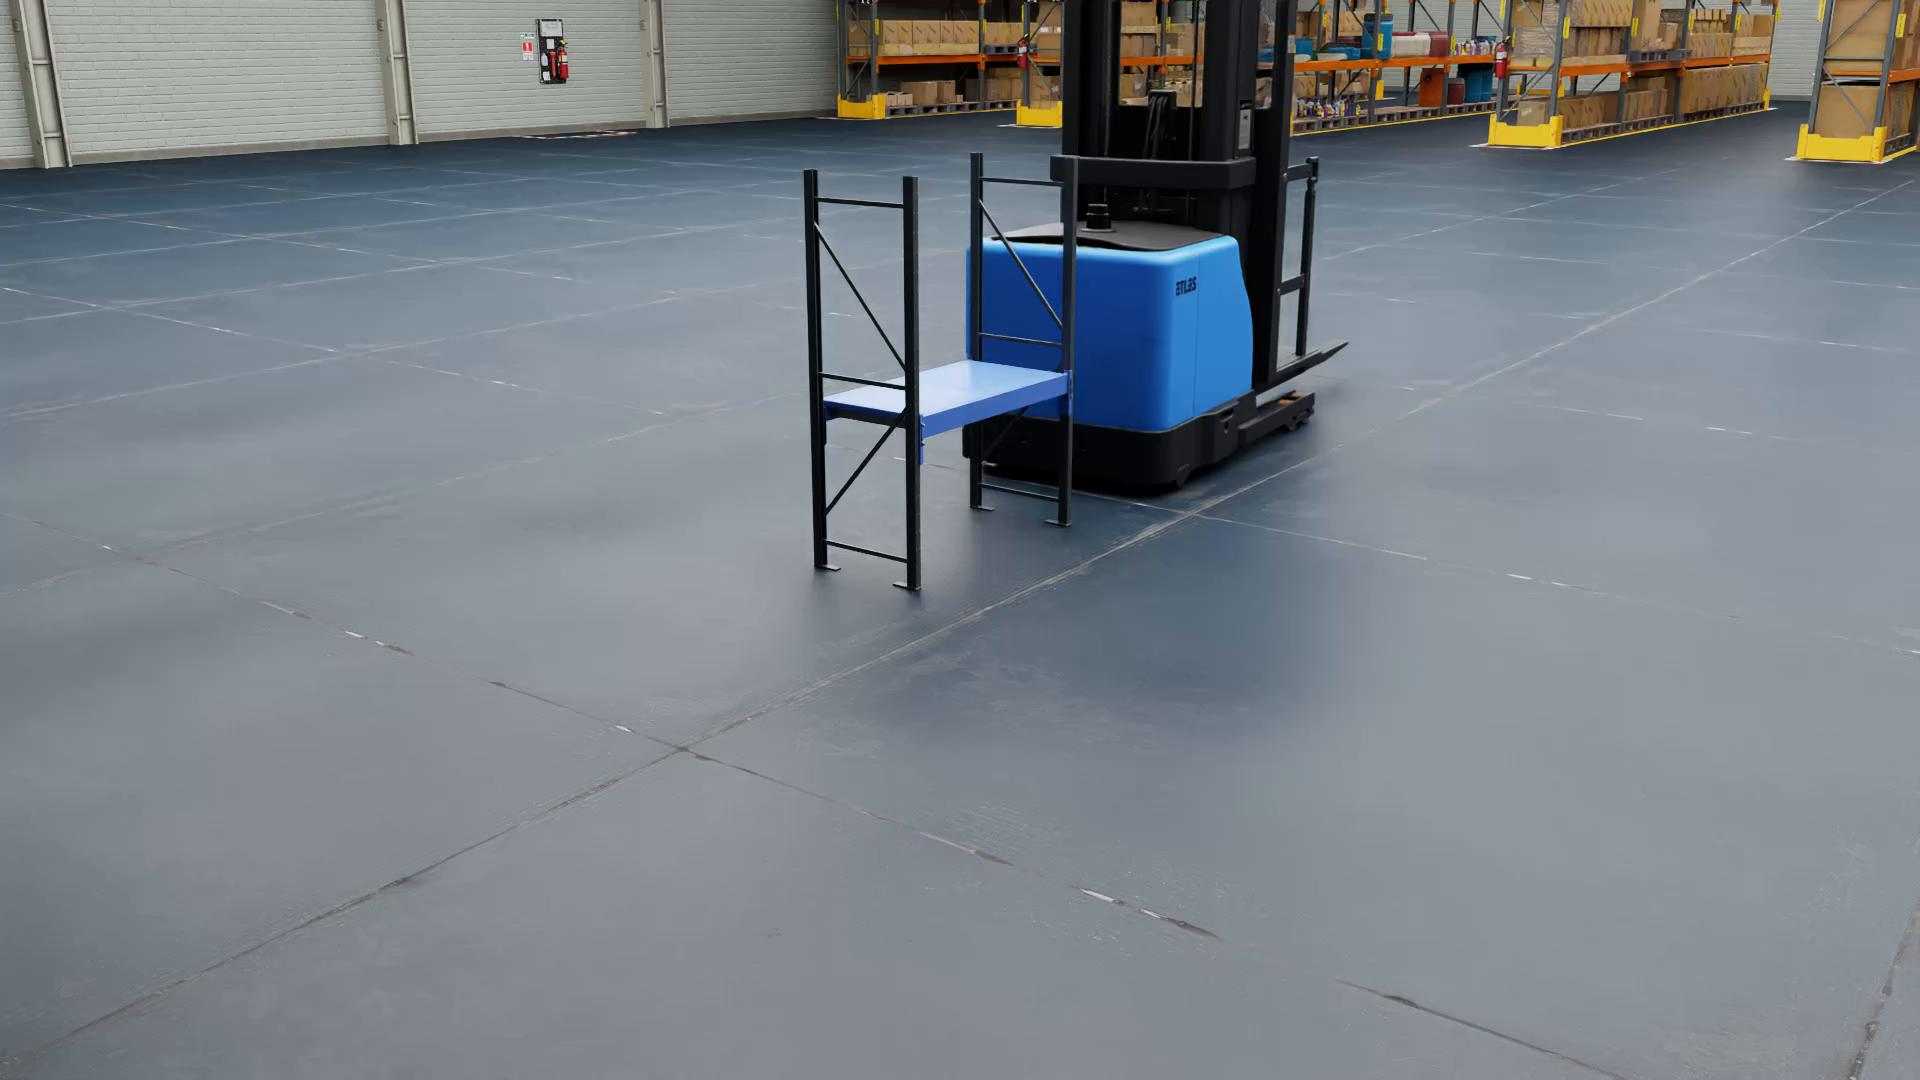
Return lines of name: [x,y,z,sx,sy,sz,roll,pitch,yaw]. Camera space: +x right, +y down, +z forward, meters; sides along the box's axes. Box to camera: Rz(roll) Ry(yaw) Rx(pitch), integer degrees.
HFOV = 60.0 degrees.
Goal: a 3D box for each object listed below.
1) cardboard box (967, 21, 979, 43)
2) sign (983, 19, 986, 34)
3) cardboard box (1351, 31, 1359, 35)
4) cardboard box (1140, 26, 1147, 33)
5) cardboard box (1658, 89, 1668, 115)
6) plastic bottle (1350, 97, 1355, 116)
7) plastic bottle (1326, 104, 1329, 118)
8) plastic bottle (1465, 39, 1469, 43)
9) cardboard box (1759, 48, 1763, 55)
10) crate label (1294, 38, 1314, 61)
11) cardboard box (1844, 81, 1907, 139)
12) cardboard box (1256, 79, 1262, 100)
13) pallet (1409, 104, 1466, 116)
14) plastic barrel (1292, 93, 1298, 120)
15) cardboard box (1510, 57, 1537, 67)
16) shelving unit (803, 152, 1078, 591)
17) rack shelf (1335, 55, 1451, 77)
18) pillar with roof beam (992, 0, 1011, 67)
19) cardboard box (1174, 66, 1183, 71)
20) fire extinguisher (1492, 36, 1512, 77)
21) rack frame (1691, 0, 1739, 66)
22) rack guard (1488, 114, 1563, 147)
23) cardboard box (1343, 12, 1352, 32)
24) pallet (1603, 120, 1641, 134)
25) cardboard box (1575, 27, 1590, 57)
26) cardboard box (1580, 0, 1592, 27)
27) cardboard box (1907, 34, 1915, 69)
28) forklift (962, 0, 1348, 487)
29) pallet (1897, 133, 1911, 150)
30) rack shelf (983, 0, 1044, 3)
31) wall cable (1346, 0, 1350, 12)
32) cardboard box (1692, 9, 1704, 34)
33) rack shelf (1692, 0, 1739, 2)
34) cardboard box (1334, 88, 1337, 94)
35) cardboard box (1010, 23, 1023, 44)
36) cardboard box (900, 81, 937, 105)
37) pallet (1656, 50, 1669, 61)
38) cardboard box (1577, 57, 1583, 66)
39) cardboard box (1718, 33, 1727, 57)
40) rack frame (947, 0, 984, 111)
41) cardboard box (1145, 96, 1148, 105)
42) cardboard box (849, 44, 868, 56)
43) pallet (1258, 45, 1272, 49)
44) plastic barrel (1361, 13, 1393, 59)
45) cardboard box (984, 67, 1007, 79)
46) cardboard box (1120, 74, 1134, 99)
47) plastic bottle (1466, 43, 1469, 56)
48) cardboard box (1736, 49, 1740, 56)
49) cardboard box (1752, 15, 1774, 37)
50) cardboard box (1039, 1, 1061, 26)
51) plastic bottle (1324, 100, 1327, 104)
cardboard box: [0.100,-11.941,39.094,0.500,0.500,0.500,12,21,35]
sign: [0.574,-12.132,39.293,0.100,0.325,0.005,12,21,35]
cardboard box: [10.308,-13.327,44.433,0.500,0.500,0.500,12,21,34]
cardboard box: [3.821,-11.072,36.076,0.380,0.149,0.250,12,21,33]
cardboard box: [14.068,-8.993,34.117,0.700,0.500,0.500,11,20,32]
plastic bottle: [7.938,-8.803,33.756,0.144,0.351,0.185,12,21,33]
plastic bottle: [7.242,-8.475,32.834,0.097,0.271,0.097,0,17,0]
plastic bottle: [11.713,-11.399,38.477,0.144,0.351,0.185,12,21,35]
cardboard box: [18.816,-11.600,39.465,0.380,0.149,0.250,13,21,36]
crate label: [6.586,-9.612,32.579,0.502,0.435,0.616,12,21,35]
cardboard box: [15.026,-7.119,27.485,0.875,0.875,0.875,13,21,35]
cardboard box: [6.998,-10.965,40.468,0.500,0.500,0.500,14,22,37]
pallet: [10.910,-9.878,38.197,1.003,0.211,1.213,12,21,35]
plastic barrel: [6.336,-8.411,32.258,0.421,0.512,0.421,0,17,0]
cardboard box: [9.689,-8.218,28.574,0.380,0.149,0.250,12,21,35]
shelving unit: [-0.051,-0.696,6.456,0.538,1.500,1.048,12,21,35]
rack shelf: [9.282,-10.195,35.727,1.077,0.370,4.000,12,21,35]
pillar with roof beam: [4.505,-14.713,38.948,9.100,9.000,0.400,12,21,35]
cardboard box: [6.090,-13.368,47.147,0.380,0.149,0.250,12,21,33]
fire extinguisher: [9.246,-8.251,28.386,0.296,0.674,0.183,12,21,35]
rack frame: [16.835,-11.092,37.404,1.000,3.000,0.127,12,21,35]
rack guard: [9.730,-7.058,28.630,1.175,0.500,0.348,12,21,35]
cardboard box: [10.001,-13.677,43.872,0.500,0.500,0.500,12,21,33]
pallet: [12.531,-8.041,32.280,1.003,0.211,1.213,12,21,35]
cardboard box: [10.568,-8.802,29.358,0.875,0.500,0.500,12,21,35]
cardboard box: [10.535,-9.102,28.640,0.500,0.500,0.500,12,21,35]
cardboard box: [14.820,-7.881,26.811,0.875,0.550,0.500,12,21,35]
forklift: [1.204,-2.020,8.307,1.130,2.935,3.031,10,20,30]
pallet: [15.475,-6.787,28.243,1.003,0.211,1.213,12,21,35]
rack shelf: [1.325,-13.378,40.920,1.077,0.370,4.000,12,21,35]
wall cable: [10.941,-17.337,52.633,3.097,2.526,0.112,12,21,35]
cardboard box: [15.290,-10.992,35.223,0.797,0.503,0.637,13,21,36]
rack shelf: [15.643,-11.705,35.532,1.077,0.370,4.000,12,21,35]
cardboard box: [9.812,-11.970,44.267,0.380,0.166,0.250,12,21,35]
cardboard box: [1.170,-12.480,40.962,0.700,0.500,0.500,16,24,42]
cardboard box: [-0.948,-10.327,38.413,0.700,0.500,0.500,11,20,31]
pallet: [13.305,-9.569,32.823,1.003,0.211,1.213,12,21,35]
cardboard box: [10.658,-8.374,29.076,0.380,0.149,0.250,12,21,35]
cardboard box: [16.475,-10.863,36.500,0.500,0.500,0.500,13,22,36]
rack frame: [0.134,-11.812,39.724,1.000,3.000,0.127,12,21,35]
cardboard box: [4.013,-9.676,36.774,0.500,0.250,0.500,12,21,35]
cardboard box: [-2.127,-10.943,37.144,0.500,0.250,0.500,13,21,35]
pallet: [6.845,-11.973,40.564,1.213,0.211,1.003,12,21,35]
plastic barrel: [8.564,-10.340,34.136,0.600,0.901,0.708,12,21,35]
cardboard box: [0.819,-11.471,40.832,0.500,0.250,0.500,12,21,34]
cardboard box: [3.411,-9.798,35.900,0.500,0.500,0.500,12,21,35]
plastic bottle: [11.575,-11.219,38.029,0.097,0.271,0.097,0,17,0]
cardboard box: [17.434,-11.046,37.681,0.380,0.149,0.250,12,21,33]
cardboard box: [19.139,-12.311,39.816,0.500,0.500,0.500,13,21,35]
cardboard box: [2.051,-10.774,34.025,0.700,0.500,0.500,13,21,35]
plastic bottle: [7.463,-8.876,34.106,0.061,0.283,0.133,12,21,35]
